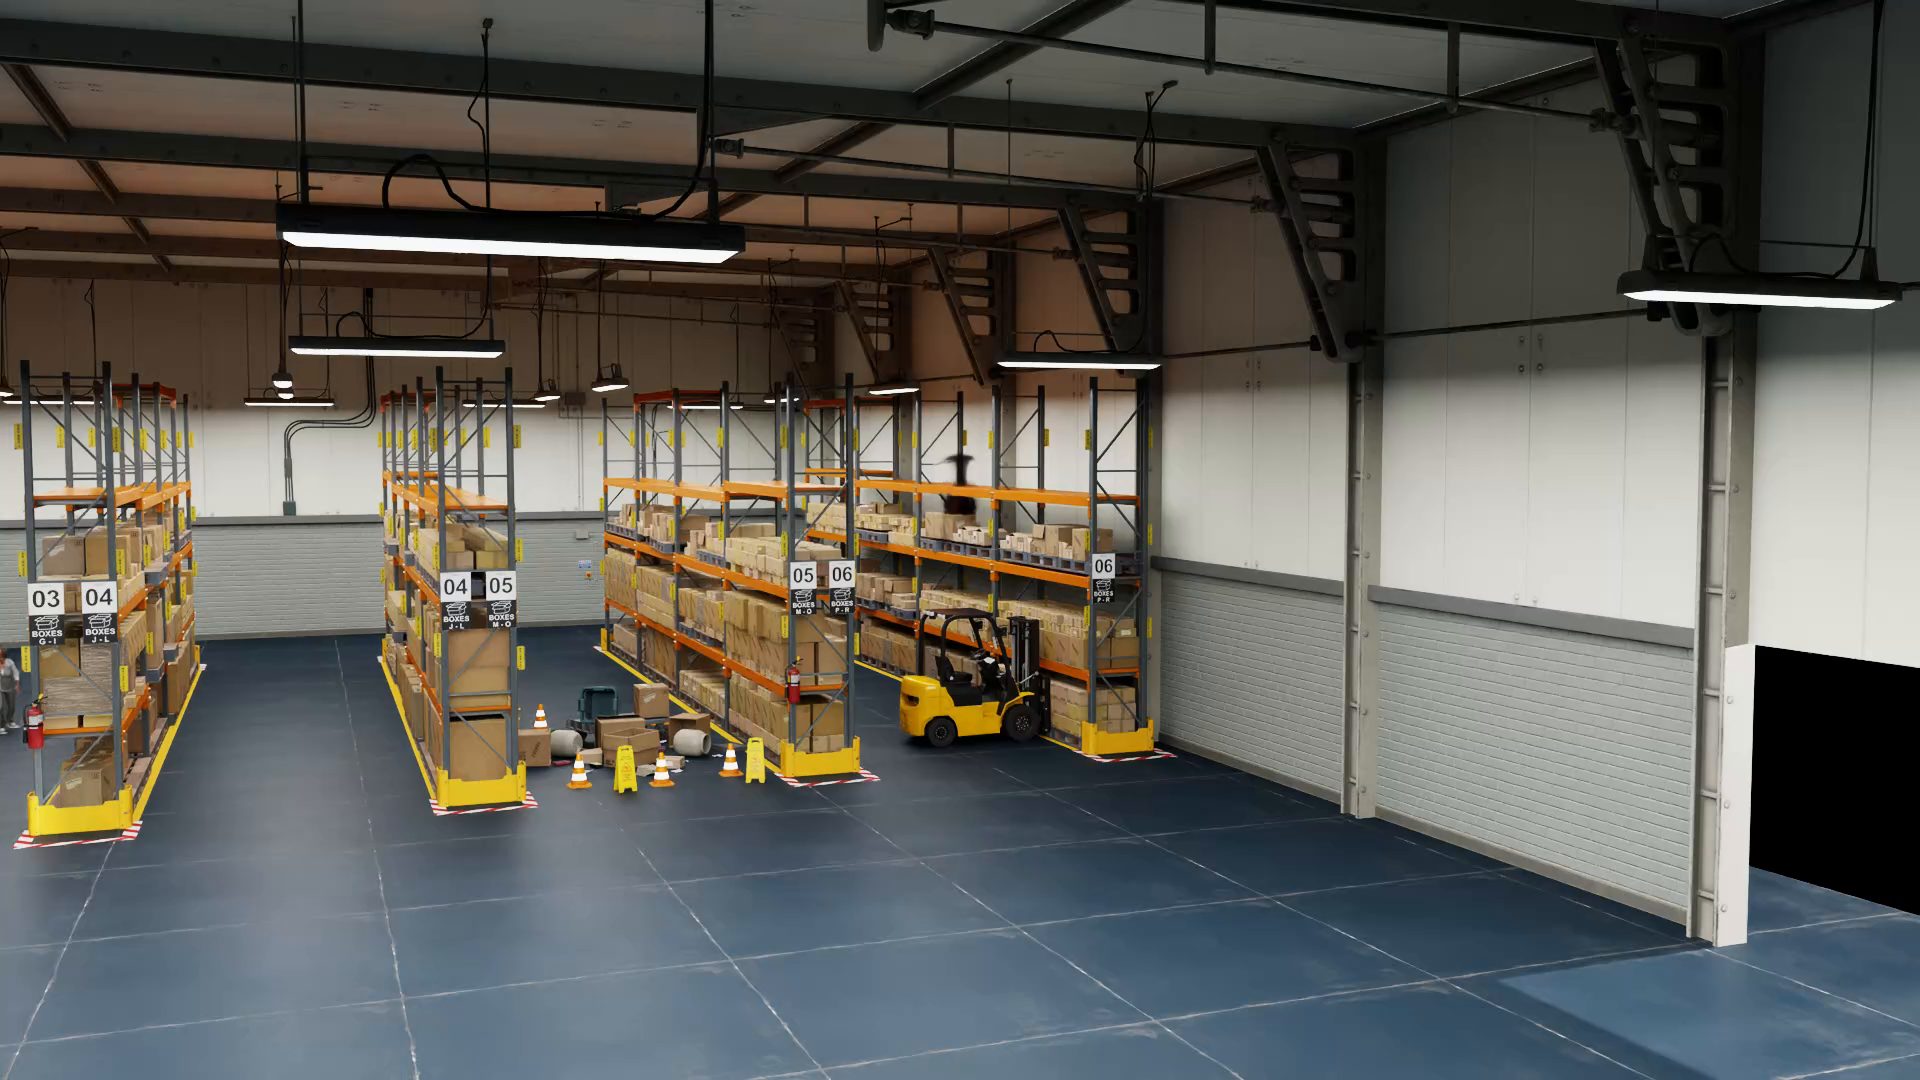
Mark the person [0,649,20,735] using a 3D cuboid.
[{"bbox_3d":[-16.324,2.585,28.327,0.576,1.437,0.765,-3,5,-41],"label":"person"}]
